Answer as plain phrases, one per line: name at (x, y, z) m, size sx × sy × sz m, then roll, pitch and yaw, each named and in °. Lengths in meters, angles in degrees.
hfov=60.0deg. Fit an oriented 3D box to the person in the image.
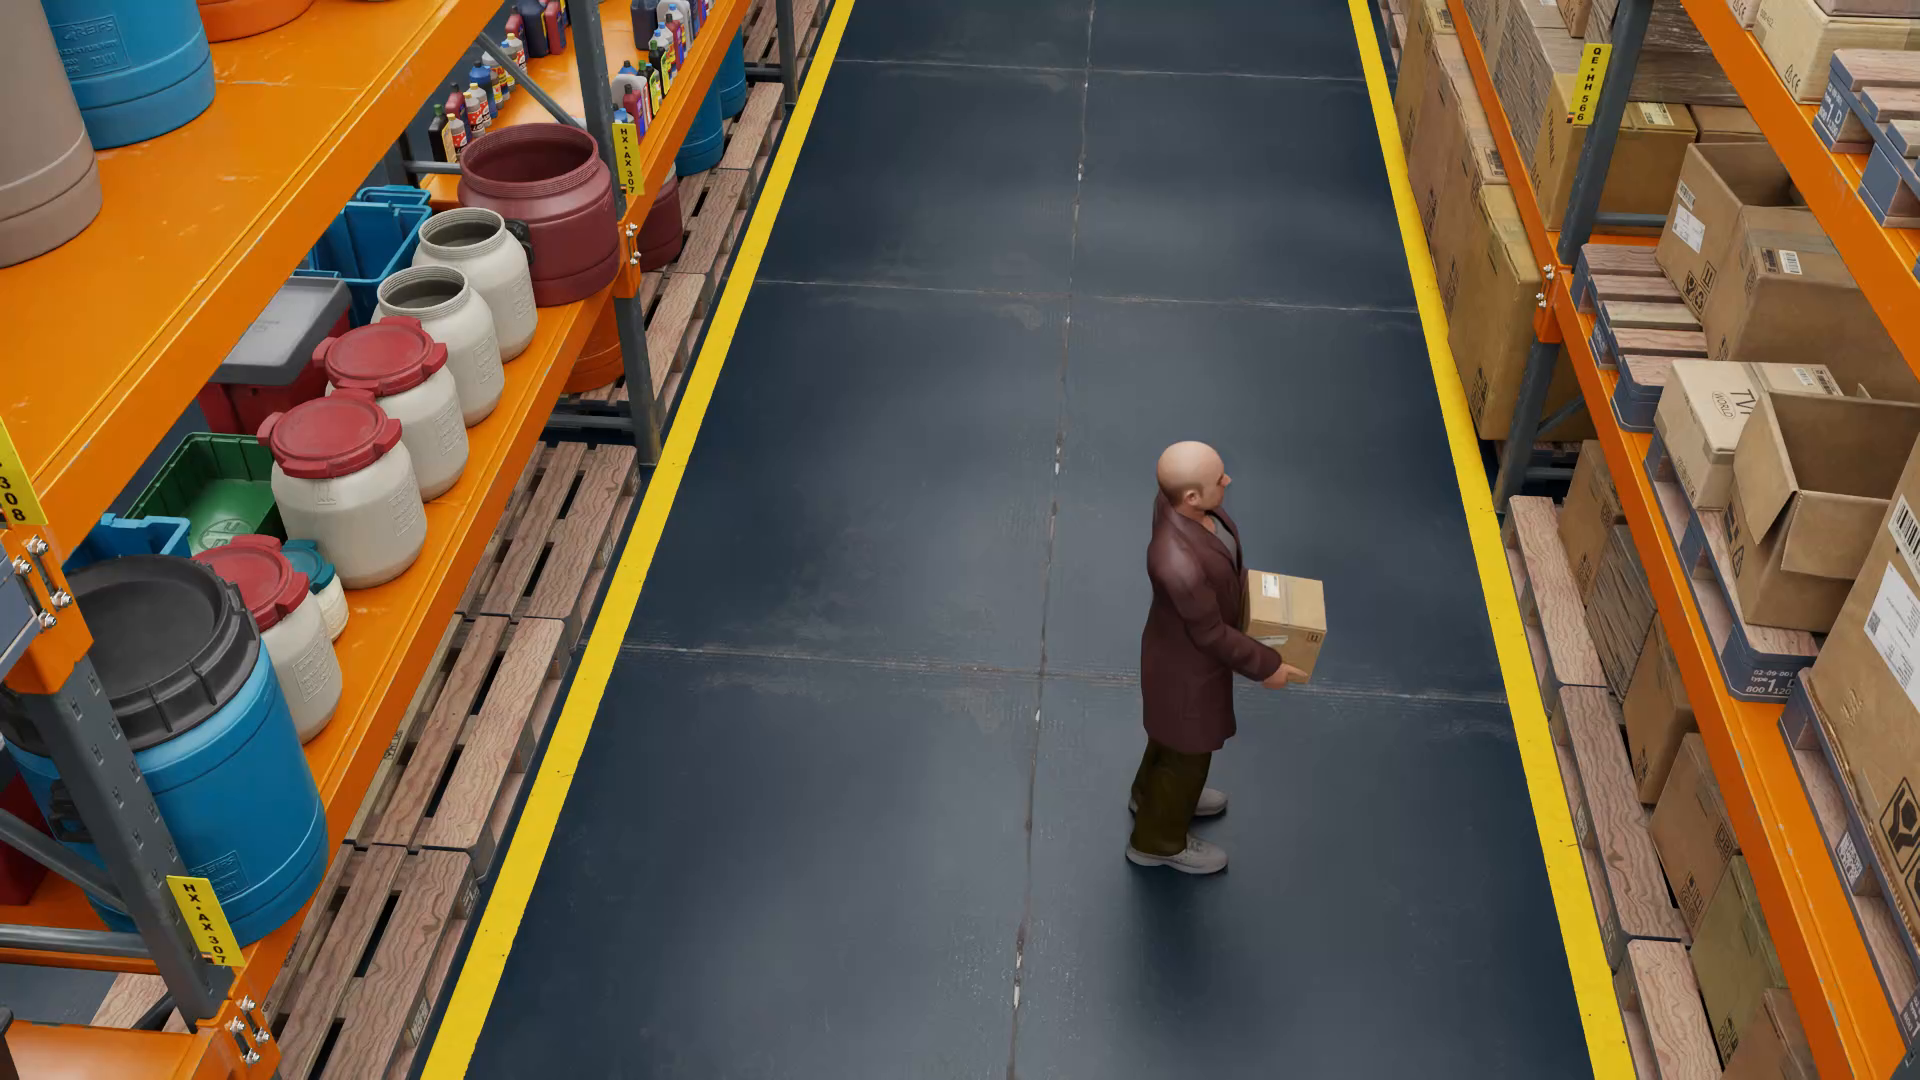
person at (0.883, 0.412, 5.673) m, size 0.560 × 1.772 × 0.529 m, roll 4°, pitch 40°, yaw 5°
